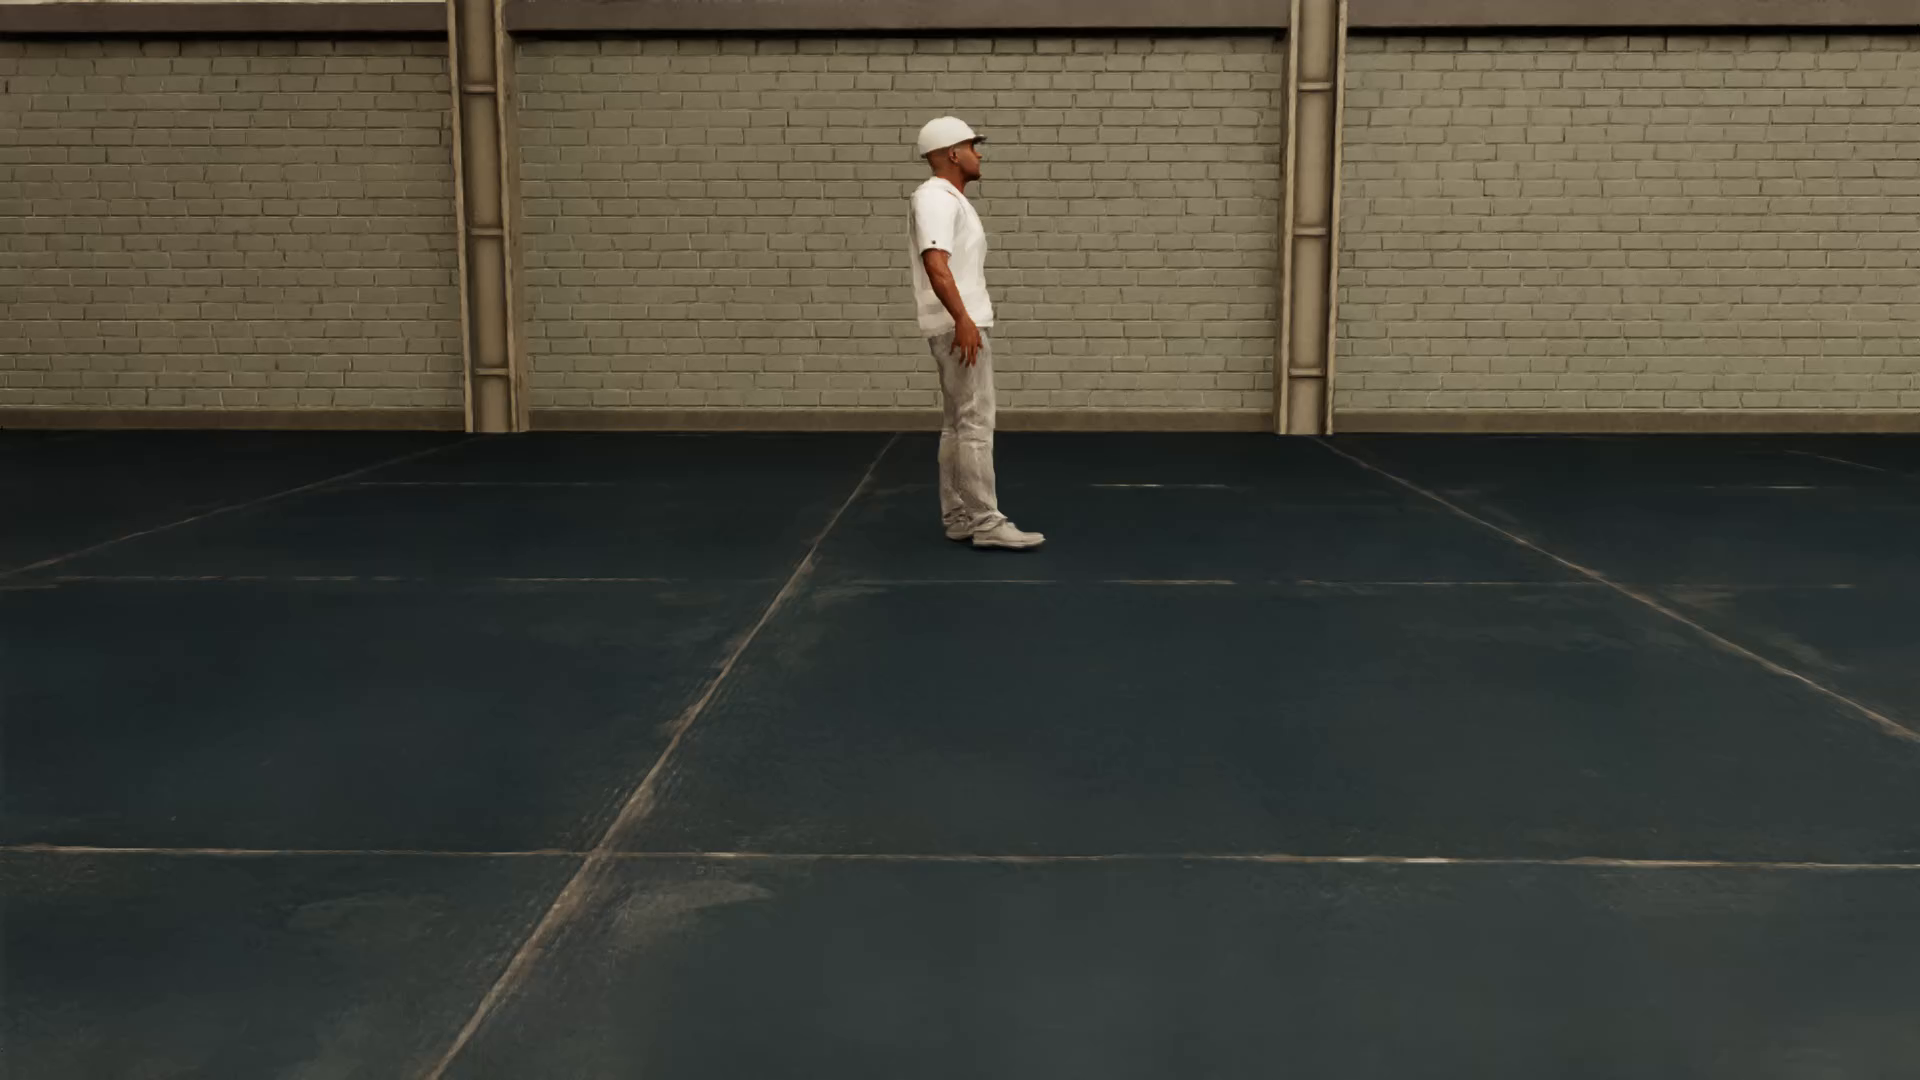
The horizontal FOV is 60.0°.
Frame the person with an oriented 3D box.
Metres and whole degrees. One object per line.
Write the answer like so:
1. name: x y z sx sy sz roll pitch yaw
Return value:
1. person: 0.070 -0.879 6.986 0.576 1.766 0.665 0 9 1
